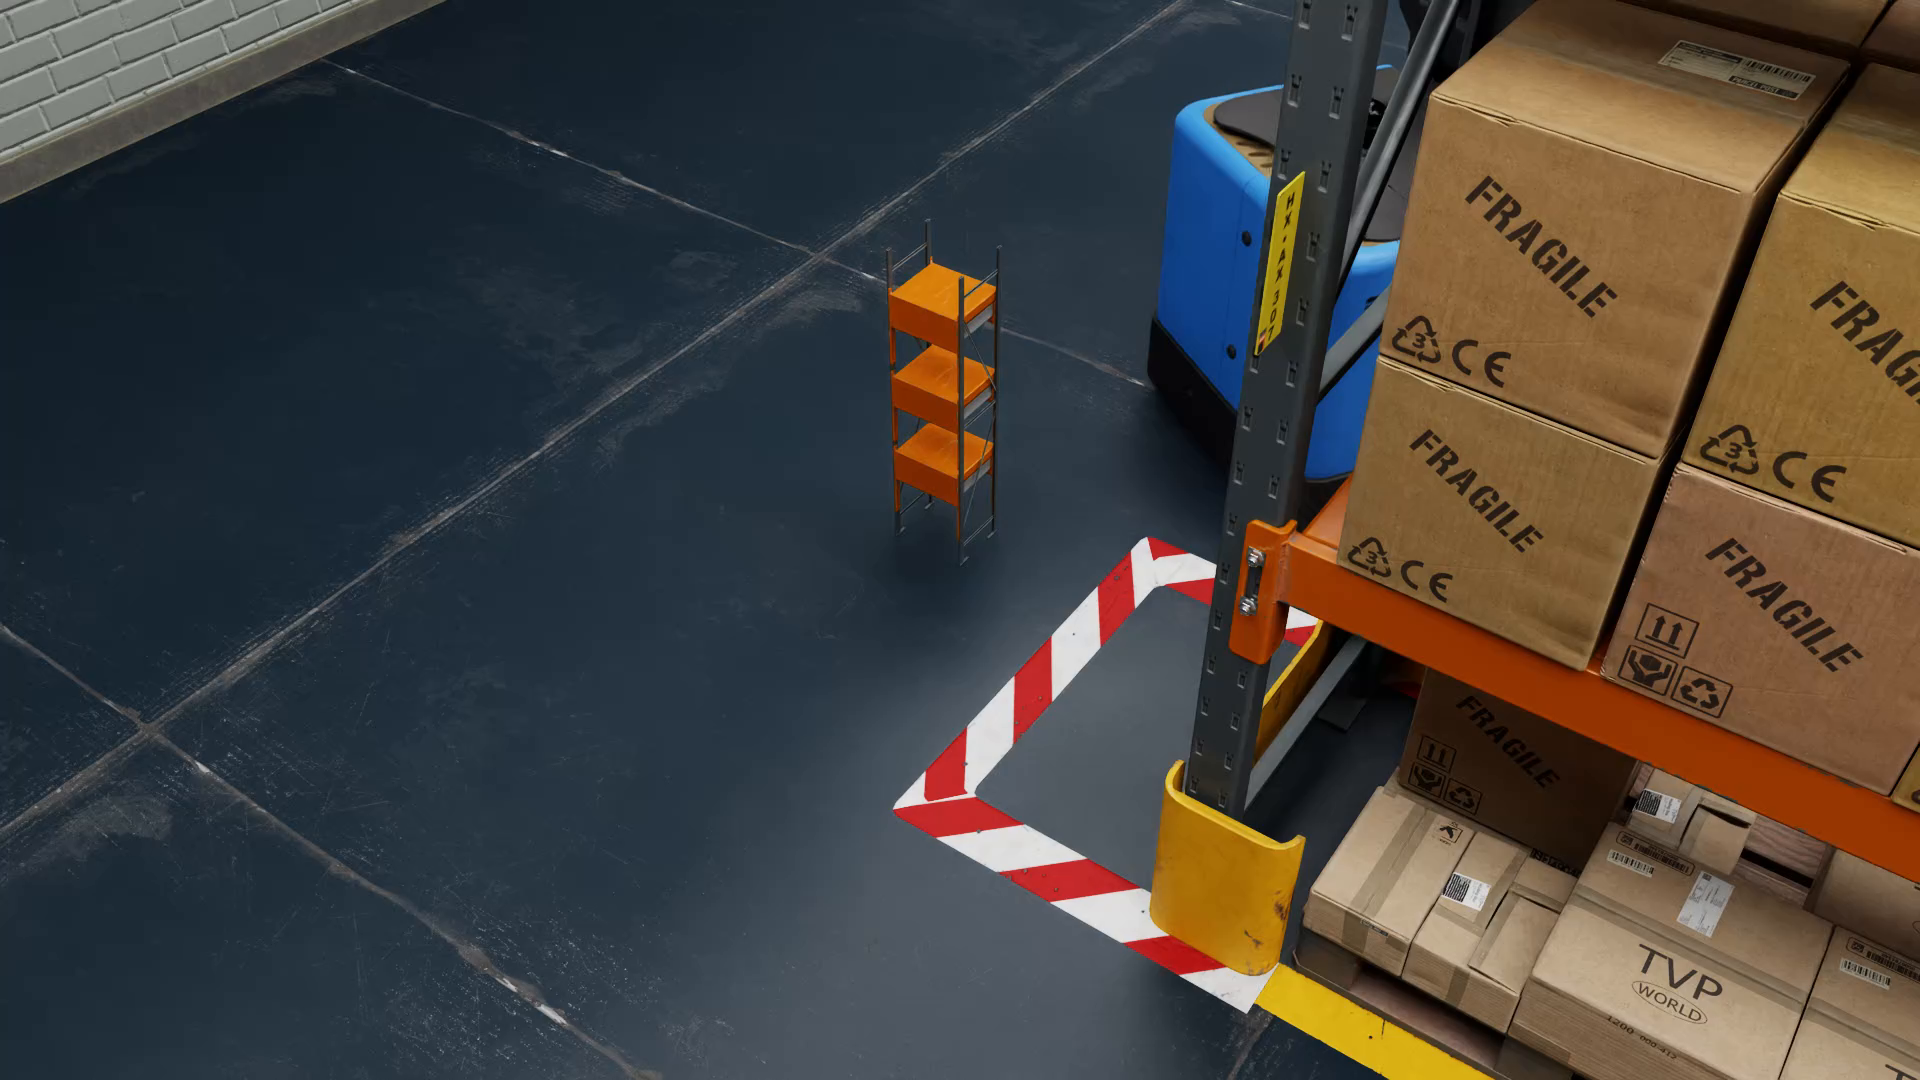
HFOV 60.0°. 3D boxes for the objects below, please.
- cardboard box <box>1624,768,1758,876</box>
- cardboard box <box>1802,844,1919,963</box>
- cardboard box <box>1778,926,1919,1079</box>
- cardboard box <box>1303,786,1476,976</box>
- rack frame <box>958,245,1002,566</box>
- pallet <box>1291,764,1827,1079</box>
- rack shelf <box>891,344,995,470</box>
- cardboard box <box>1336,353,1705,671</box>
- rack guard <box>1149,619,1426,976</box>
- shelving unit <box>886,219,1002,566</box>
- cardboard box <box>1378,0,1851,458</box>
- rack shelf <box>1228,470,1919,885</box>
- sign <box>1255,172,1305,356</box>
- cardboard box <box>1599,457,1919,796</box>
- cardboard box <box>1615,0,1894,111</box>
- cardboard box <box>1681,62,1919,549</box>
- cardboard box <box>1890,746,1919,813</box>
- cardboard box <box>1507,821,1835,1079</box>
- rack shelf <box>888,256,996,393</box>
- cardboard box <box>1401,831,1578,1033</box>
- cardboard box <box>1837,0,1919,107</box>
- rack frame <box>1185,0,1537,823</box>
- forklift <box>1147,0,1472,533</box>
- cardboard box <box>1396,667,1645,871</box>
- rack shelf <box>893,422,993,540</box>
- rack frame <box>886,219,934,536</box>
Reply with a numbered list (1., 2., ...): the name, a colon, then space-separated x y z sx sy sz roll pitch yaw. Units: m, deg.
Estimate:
1. cardboard box: 1.733 0.720 3.990 0.250 0.166 0.380 25 48 25
2. cardboard box: 2.214 0.865 3.766 0.500 0.250 0.500 25 48 25
3. cardboard box: 1.967 1.157 3.439 0.500 0.250 0.500 25 48 25
4. cardboard box: 1.012 0.797 3.918 0.250 0.149 0.380 25 48 25
5. rack frame: 0.056 -0.365 4.871 0.008 1.050 0.200 25 48 25
6. pallet: 1.582 0.924 4.060 1.213 0.211 1.003 25 48 25
7. rack shelf: -0.044 -0.404 4.930 0.240 0.259 0.215 25 48 25
8. cardboard box: 1.078 -0.173 3.119 0.500 0.500 0.500 26 48 26
9. rack guard: 0.929 0.511 4.304 0.348 0.500 1.175 25 48 25
10. shelving unit: -0.044 -0.412 4.923 0.252 1.050 0.215 25 48 25
11. cardboard box: 1.078 -0.545 2.785 0.500 0.500 0.500 27 48 27
12. rack shelf: 2.504 0.584 2.887 4.000 0.370 1.077 25 48 25
13. sign: 0.555 -0.476 2.883 0.005 0.325 0.100 25 48 25
14. cardboard box: 1.504 0.022 2.901 0.500 0.500 0.500 25 47 25
15. cardboard box: 1.389 -0.839 3.113 0.500 0.500 0.500 25 47 25
16. cardboard box: 1.511 -0.349 2.566 0.500 0.500 0.500 26 48 26
17. cardboard box: 1.913 0.216 2.685 0.500 0.500 0.500 25 47 25
18. cardboard box: 1.558 0.966 3.653 0.500 0.250 0.500 25 48 25
19. rack shelf: -0.044 -0.615 4.741 0.240 0.259 0.215 25 48 25
20. cardboard box: 1.217 0.886 3.805 0.250 0.166 0.380 25 48 25
21. cardboard box: 1.803 -0.646 2.898 0.500 0.500 0.500 26 48 26
22. rack frame: 0.866 -0.449 3.503 0.127 3.000 1.000 25 48 25
23. forklift: 2.221 -1.708 4.961 3.031 2.935 1.130 -15 44 -16
24. cardboard box: 1.453 0.392 4.107 0.500 0.500 0.500 25 48 25
25. rack shelf: -0.044 -0.197 5.115 0.240 0.259 0.215 25 48 25
26. rack frame: -0.144 -0.458 4.975 0.008 1.050 0.200 25 48 25
